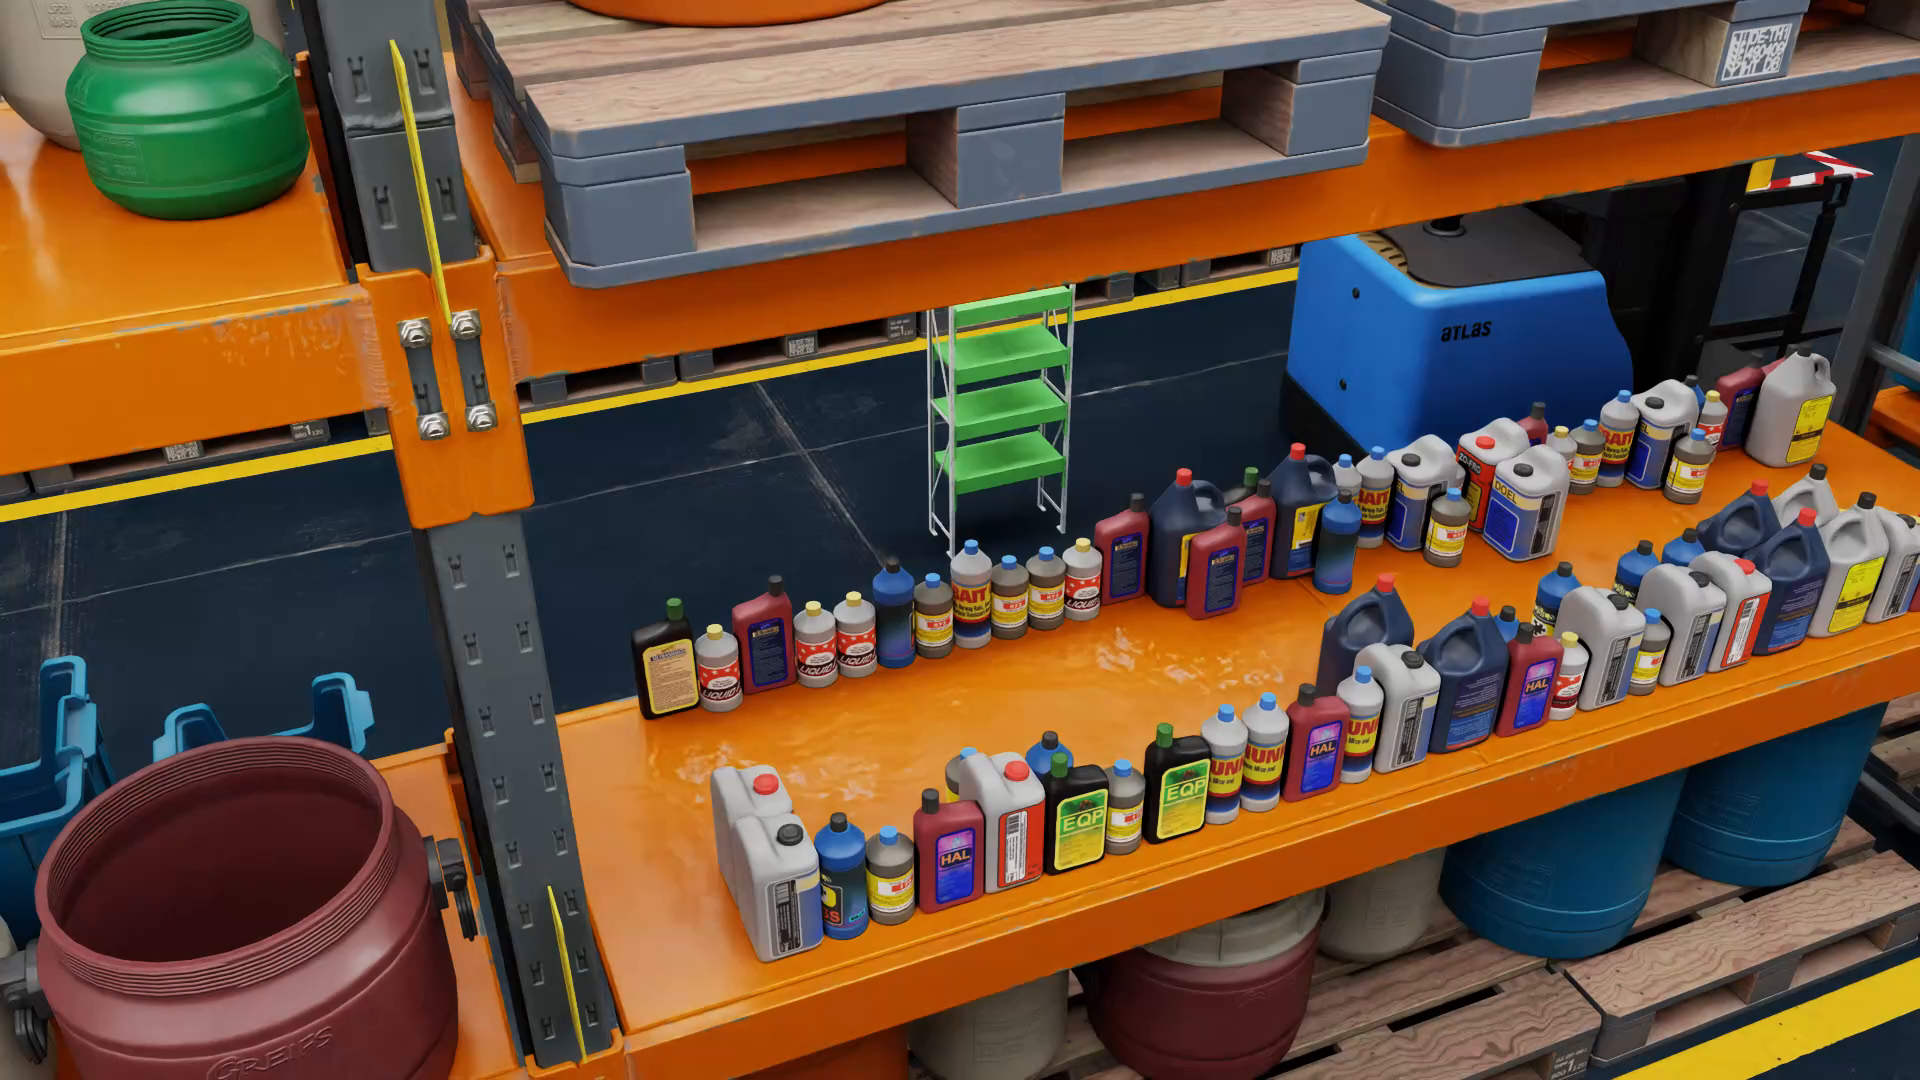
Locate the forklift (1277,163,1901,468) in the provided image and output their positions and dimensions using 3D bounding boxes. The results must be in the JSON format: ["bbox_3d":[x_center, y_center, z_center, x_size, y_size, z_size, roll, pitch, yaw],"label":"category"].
[{"bbox_3d":[3.000,-1.711,6.692,3.031,2.935,1.130,-9,34,-14],"label":"forklift"}]

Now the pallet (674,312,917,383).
[{"bbox_3d":[-0.955,-1.204,8.407,1.213,0.211,1.003,-13,35,-19],"label":"pallet"}]

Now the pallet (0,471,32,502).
[{"bbox_3d":[-4.678,-0.400,7.171,1.213,0.211,1.003,-13,35,-19],"label":"pallet"}]

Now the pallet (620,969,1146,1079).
[{"bbox_3d":[-0.156,1.494,4.260,1.213,0.211,1.003,-13,35,-19],"label":"pallet"}]

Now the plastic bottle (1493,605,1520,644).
[{"bbox_3d":[1.201,0.265,3.710,0.097,0.271,0.097,0,33,0],"label":"plastic bottle"}]

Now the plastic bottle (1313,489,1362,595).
[{"bbox_3d":[0.938,-0.003,4.122,0.097,0.271,0.097,0,33,0],"label":"plastic bottle"}]

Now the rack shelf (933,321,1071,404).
[{"bbox_3d":[0.153,-0.685,6.380,0.480,0.148,0.258,-13,35,-19],"label":"rack shelf"}]

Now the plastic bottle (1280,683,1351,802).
[{"bbox_3d":[0.740,0.412,3.473,0.133,0.283,0.061,-13,35,-19],"label":"plastic bottle"}]

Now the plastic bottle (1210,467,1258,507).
[{"bbox_3d":[0.688,-0.046,4.178,0.133,0.283,0.061,-13,35,-19],"label":"plastic bottle"}]

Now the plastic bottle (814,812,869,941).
[{"bbox_3d":[-0.225,0.627,3.153,0.097,0.271,0.097,0,33,0],"label":"plastic bottle"}]

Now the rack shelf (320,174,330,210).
[{"bbox_3d":[-4.625,-1.255,6.588,4.000,0.370,1.077,-13,35,-19],"label":"rack shelf"}]

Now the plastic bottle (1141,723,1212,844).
[{"bbox_3d":[0.438,0.481,3.367,0.133,0.283,0.061,-13,35,-19],"label":"plastic bottle"}]

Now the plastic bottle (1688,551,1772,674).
[{"bbox_3d":[1.781,0.150,3.883,0.135,0.276,0.152,-13,35,-19],"label":"plastic bottle"}]

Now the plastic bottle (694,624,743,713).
[{"bbox_3d":[-0.545,0.281,3.750,0.097,0.201,0.097,0,33,0],"label":"plastic bottle"}]

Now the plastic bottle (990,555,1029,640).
[{"bbox_3d":[0.116,0.130,3.982,0.097,0.201,0.097,0,33,0],"label":"plastic bottle"}]

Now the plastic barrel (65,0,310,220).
[{"bbox_3d":[-1.075,-0.601,2.316,0.294,0.245,0.294,0,33,0],"label":"plastic barrel"}]

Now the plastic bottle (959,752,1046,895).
[{"bbox_3d":[0.084,0.539,3.286,0.135,0.276,0.152,-13,35,-19],"label":"plastic bottle"}]

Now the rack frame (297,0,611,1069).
[{"bbox_3d":[-0.867,0.513,3.211,0.127,3.000,1.000,-13,35,-19],"label":"rack frame"}]

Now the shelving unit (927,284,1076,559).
[{"bbox_3d":[0.153,-0.538,6.476,0.503,1.200,0.258,-13,35,-19],"label":"shelving unit"}]

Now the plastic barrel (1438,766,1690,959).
[{"bbox_3d":[1.660,0.628,4.574,0.708,0.901,0.600,-13,35,-19],"label":"plastic barrel"}]

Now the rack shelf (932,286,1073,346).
[{"bbox_3d":[0.153,-0.887,6.250,0.480,0.148,0.258,-13,35,-19],"label":"rack shelf"}]

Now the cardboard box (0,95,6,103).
[{"bbox_3d":[-3.680,-1.850,6.924,0.500,0.311,0.500,-13,35,-19],"label":"cardboard box"}]

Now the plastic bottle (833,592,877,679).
[{"bbox_3d":[-0.243,0.212,3.856,0.097,0.201,0.097,0,33,0],"label":"plastic bottle"}]

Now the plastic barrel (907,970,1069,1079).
[{"bbox_3d":[0.064,1.104,4.199,0.421,0.512,0.421,0,33,0],"label":"plastic barrel"}]

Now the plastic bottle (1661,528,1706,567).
[{"bbox_3d":[1.716,0.093,3.975,0.097,0.271,0.097,0,33,0],"label":"plastic bottle"}]

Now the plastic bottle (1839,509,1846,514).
[{"bbox_3d":[2.181,0.016,4.157,0.097,0.201,0.097,0,33,0],"label":"plastic bottle"}]

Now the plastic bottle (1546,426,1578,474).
[{"bbox_3d":[1.613,-0.213,4.509,0.097,0.201,0.097,0,33,0],"label":"plastic bottle"}]

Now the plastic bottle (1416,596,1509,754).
[{"bbox_3d":[1.085,0.280,3.614,0.185,0.351,0.144,-13,35,-19],"label":"plastic bottle"}]

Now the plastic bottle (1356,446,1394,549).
[{"bbox_3d":[1.062,-0.116,4.296,0.097,0.271,0.097,0,33,0],"label":"plastic bottle"}]

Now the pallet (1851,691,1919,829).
[{"bbox_3d":[3.484,0.663,5.538,1.213,0.211,1.003,-13,35,-19],"label":"pallet"}]

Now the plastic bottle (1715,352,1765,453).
[{"bbox_3d":[2.195,-0.392,4.708,0.133,0.283,0.061,-13,35,-19],"label":"plastic bottle"}]

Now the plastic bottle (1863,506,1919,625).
[{"bbox_3d":[2.246,0.043,4.047,0.135,0.276,0.152,-13,35,-19],"label":"plastic bottle"}]

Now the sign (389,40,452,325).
[{"bbox_3d":[-0.647,-0.425,1.999,0.005,0.325,0.100,-13,35,-19],"label":"sign"}]

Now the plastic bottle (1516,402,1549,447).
[{"bbox_3d":[1.499,-0.232,4.463,0.133,0.283,0.061,-13,35,-19],"label":"plastic bottle"}]

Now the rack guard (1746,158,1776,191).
[{"bbox_3d":[4.525,-2.604,10.293,0.348,0.500,1.175,-13,35,-19],"label":"rack guard"}]

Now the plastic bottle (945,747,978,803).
[{"bbox_3d":[0.019,0.511,3.396,0.097,0.201,0.097,0,33,0],"label":"plastic bottle"}]

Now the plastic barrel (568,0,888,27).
[{"bbox_3d":[-0.342,-1.219,2.343,0.708,0.830,0.600,-13,35,-19],"label":"plastic barrel"}]

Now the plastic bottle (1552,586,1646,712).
[{"bbox_3d":[1.443,0.227,3.764,0.135,0.276,0.152,-13,35,-19],"label":"plastic bottle"}]

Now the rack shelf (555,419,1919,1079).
[{"bbox_3d":[0.977,0.392,4.056,4.000,0.370,1.077,-13,35,-19],"label":"rack shelf"}]

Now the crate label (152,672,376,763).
[{"bbox_3d":[-1.400,0.484,3.410,0.416,0.233,0.303,-13,35,-19],"label":"crate label"}]

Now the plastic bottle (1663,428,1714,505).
[{"bbox_3d":[1.975,-0.206,4.498,0.097,0.201,0.097,0,33,0],"label":"plastic bottle"}]

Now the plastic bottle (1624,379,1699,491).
[{"bbox_3d":[1.910,-0.296,4.568,0.135,0.276,0.152,-13,35,-19],"label":"plastic bottle"}]

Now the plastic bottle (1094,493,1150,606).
[{"bbox_3d":[0.395,0.021,4.075,0.133,0.283,0.061,-13,35,-19],"label":"plastic bottle"}]
